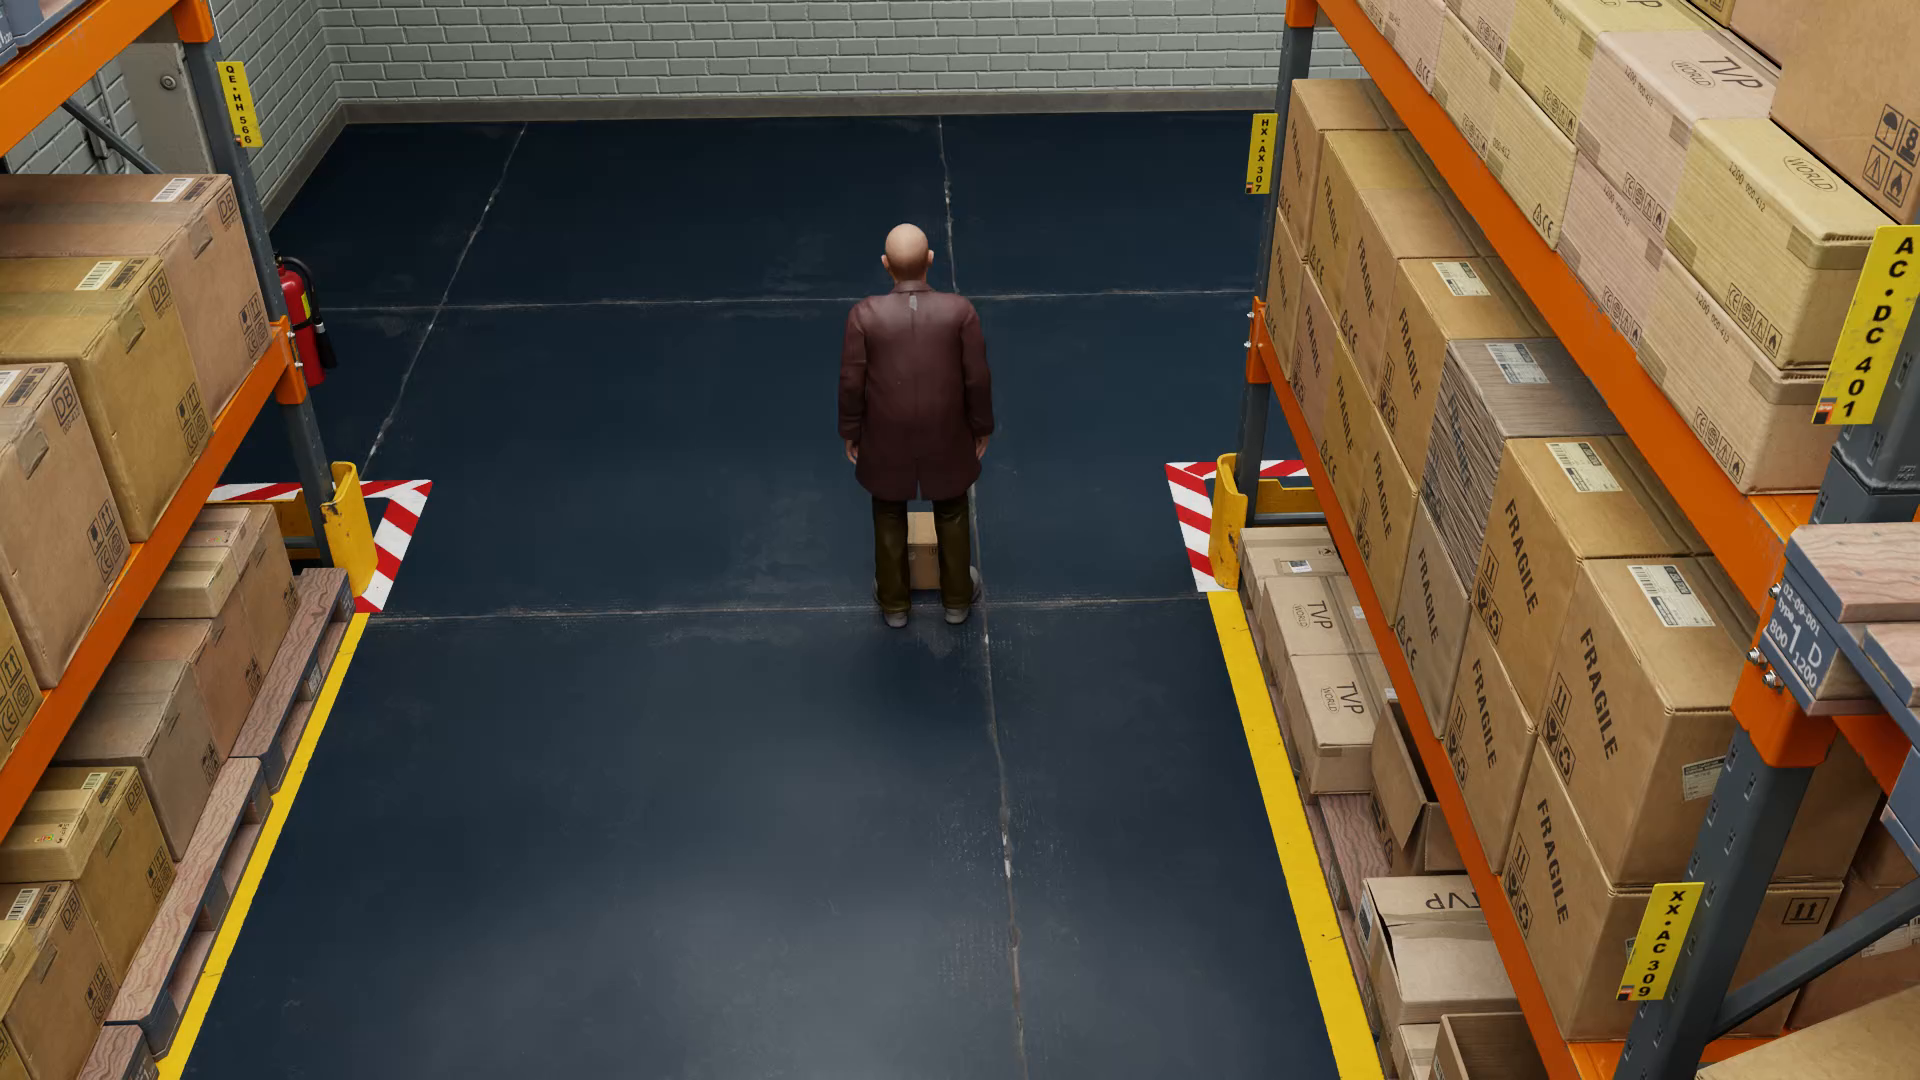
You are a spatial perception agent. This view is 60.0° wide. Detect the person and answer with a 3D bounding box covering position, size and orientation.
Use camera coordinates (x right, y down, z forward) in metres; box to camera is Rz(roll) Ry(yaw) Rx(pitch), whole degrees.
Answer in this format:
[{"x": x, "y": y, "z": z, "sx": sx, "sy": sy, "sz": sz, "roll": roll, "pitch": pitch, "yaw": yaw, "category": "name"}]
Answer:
[{"x": -0.178, "y": -0.438, "z": 6.789, "sx": 0.640, "sy": 1.773, "sz": 0.427, "roll": -2, "pitch": 35, "yaw": -3, "category": "person"}]
